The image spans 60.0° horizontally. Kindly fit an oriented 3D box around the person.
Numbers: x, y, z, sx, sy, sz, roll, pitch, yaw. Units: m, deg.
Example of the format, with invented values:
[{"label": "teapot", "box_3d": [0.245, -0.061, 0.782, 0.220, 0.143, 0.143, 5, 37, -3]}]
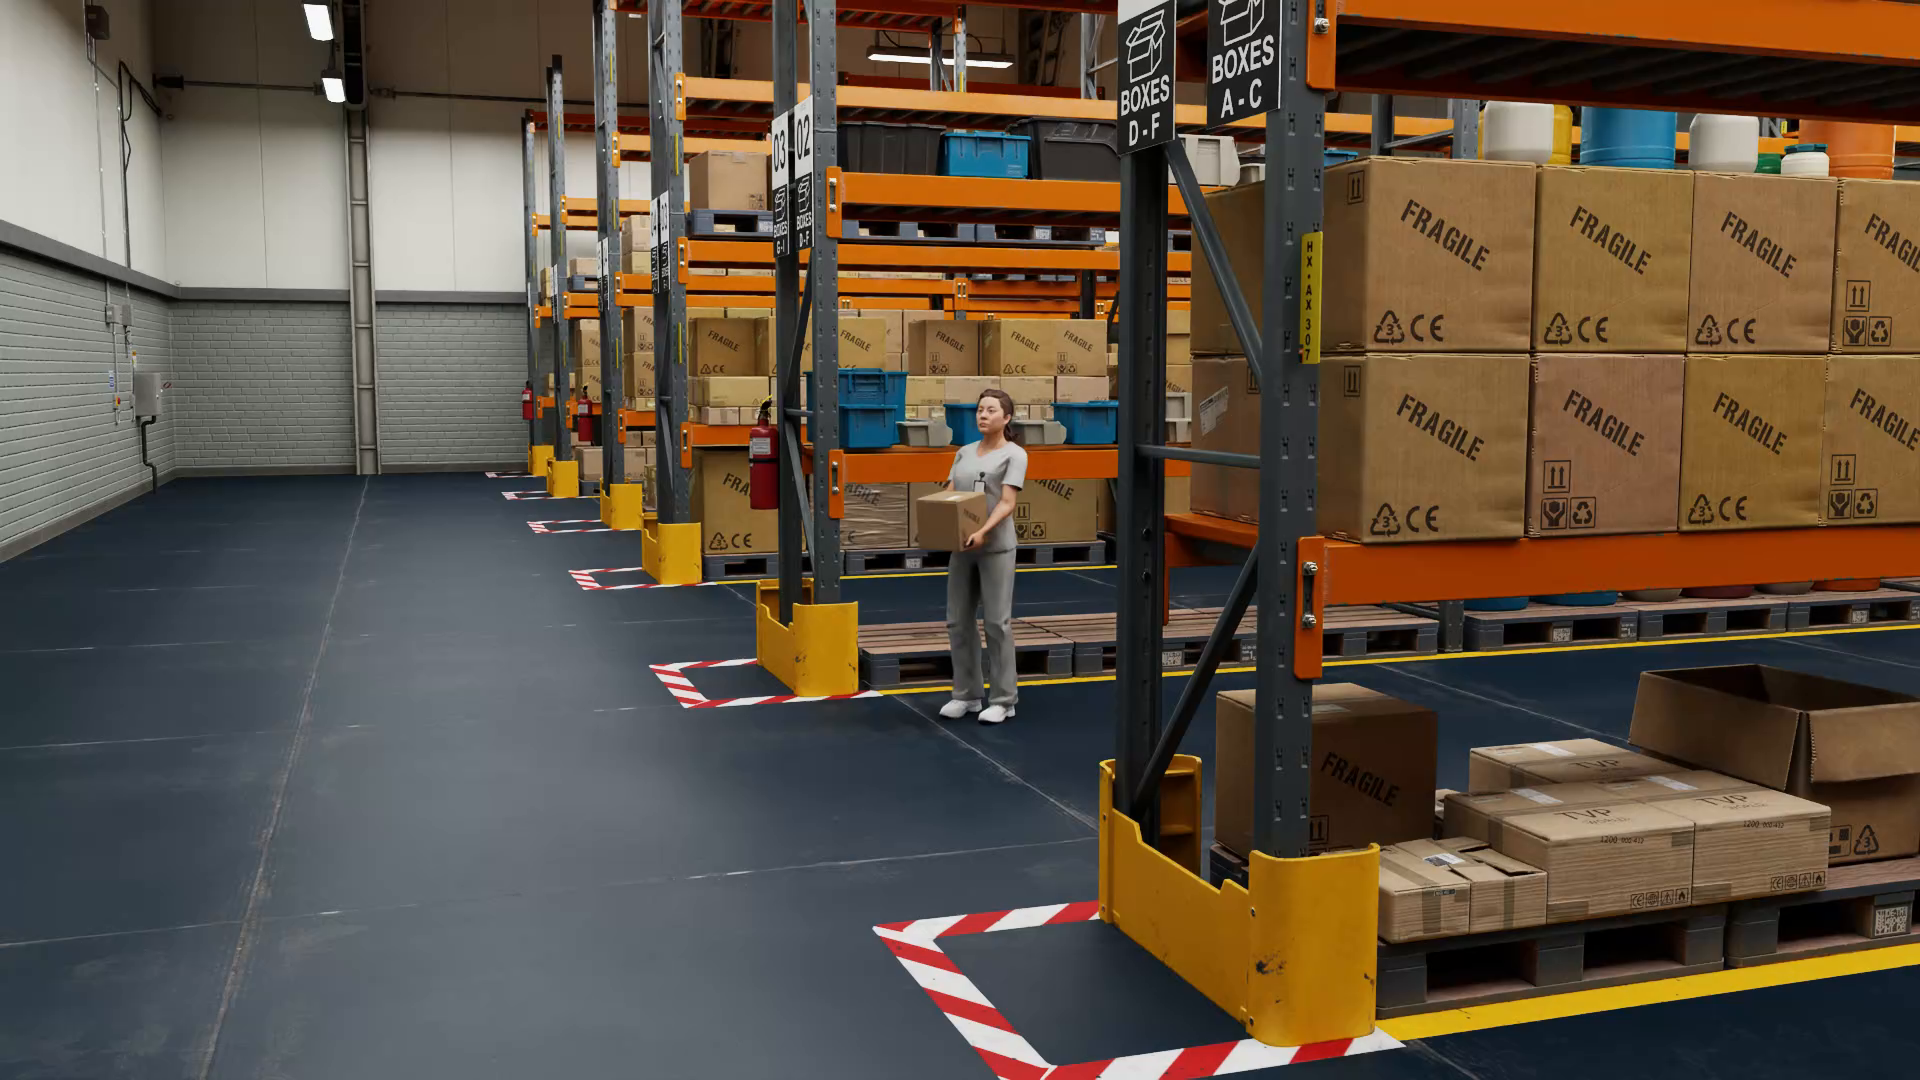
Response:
[{"label": "person", "box_3d": [0.087, 0.076, 8.339, 0.438, 1.662, 0.553, 4, 7, 35]}]
